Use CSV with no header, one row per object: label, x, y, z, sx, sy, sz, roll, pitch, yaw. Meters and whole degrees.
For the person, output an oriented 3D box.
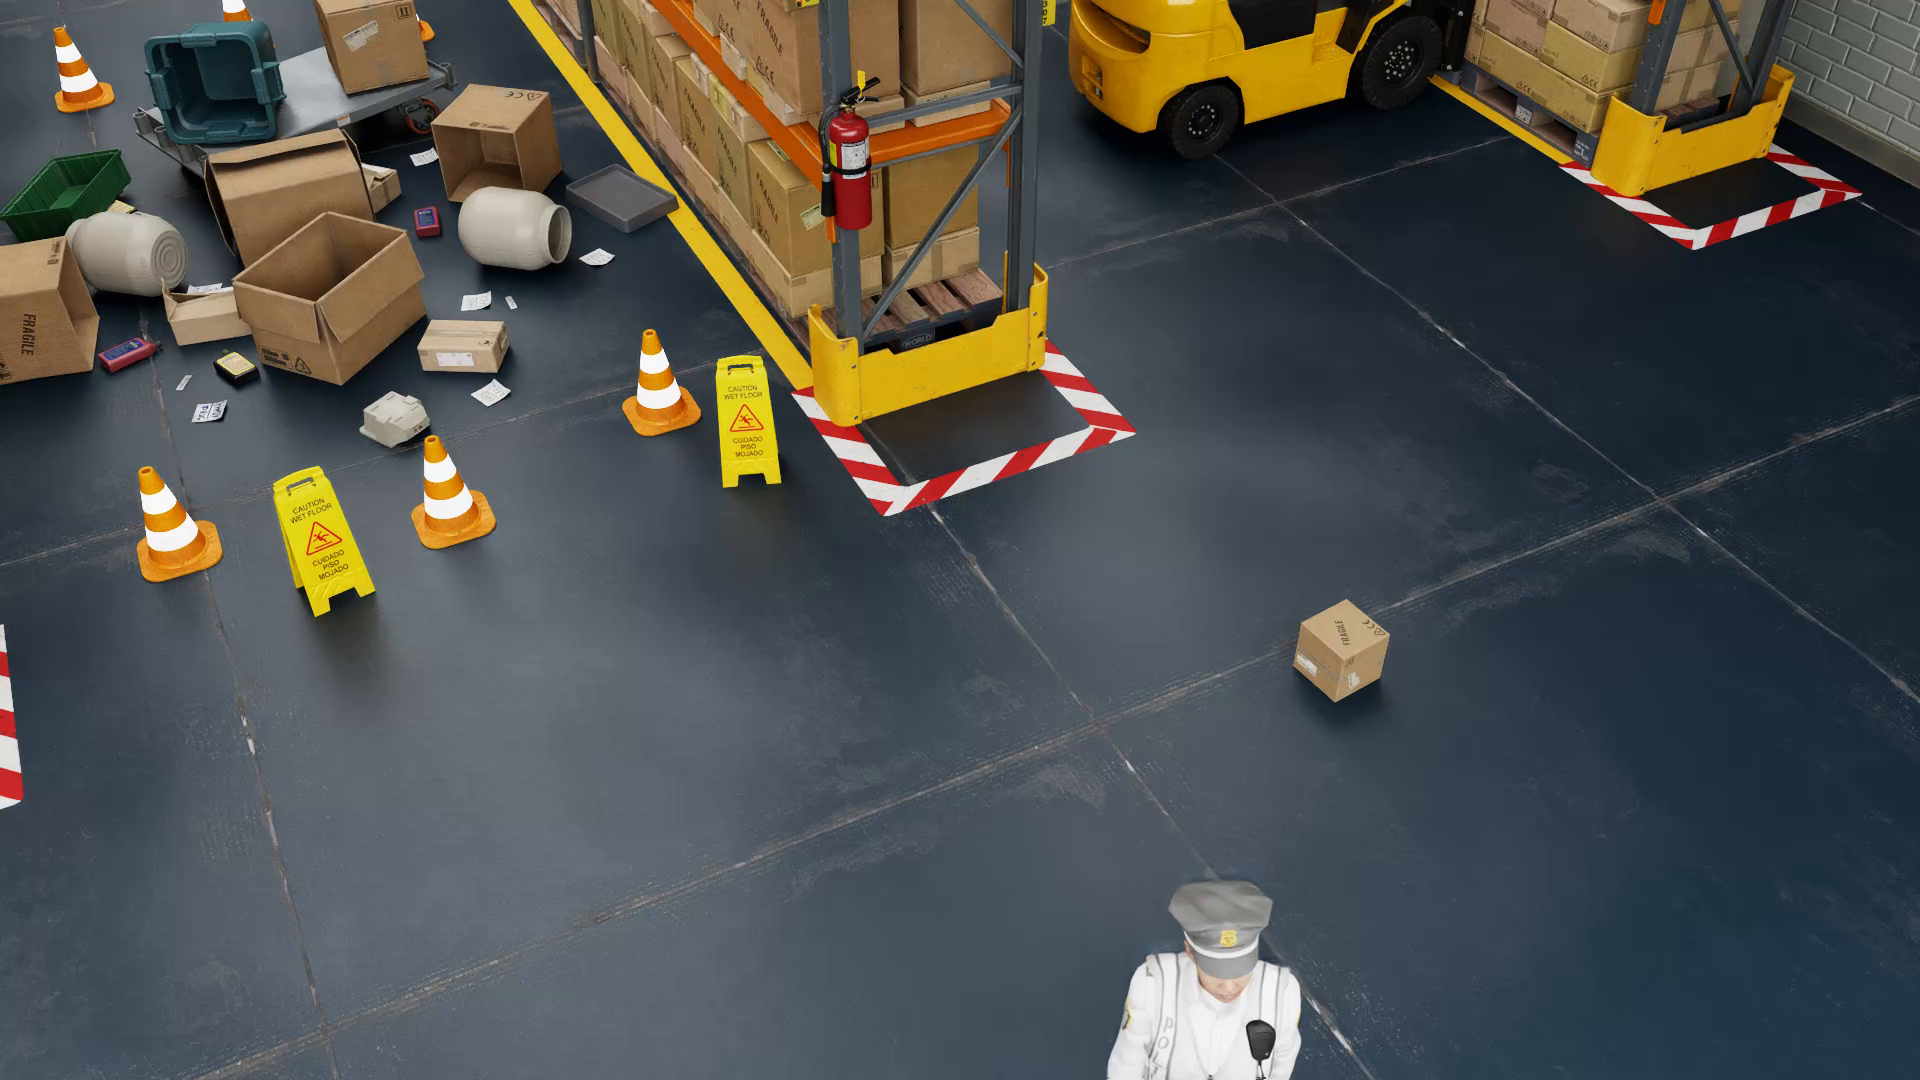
person,0.620,1.552,4.400,0.486,1.748,0.504,7,42,8
